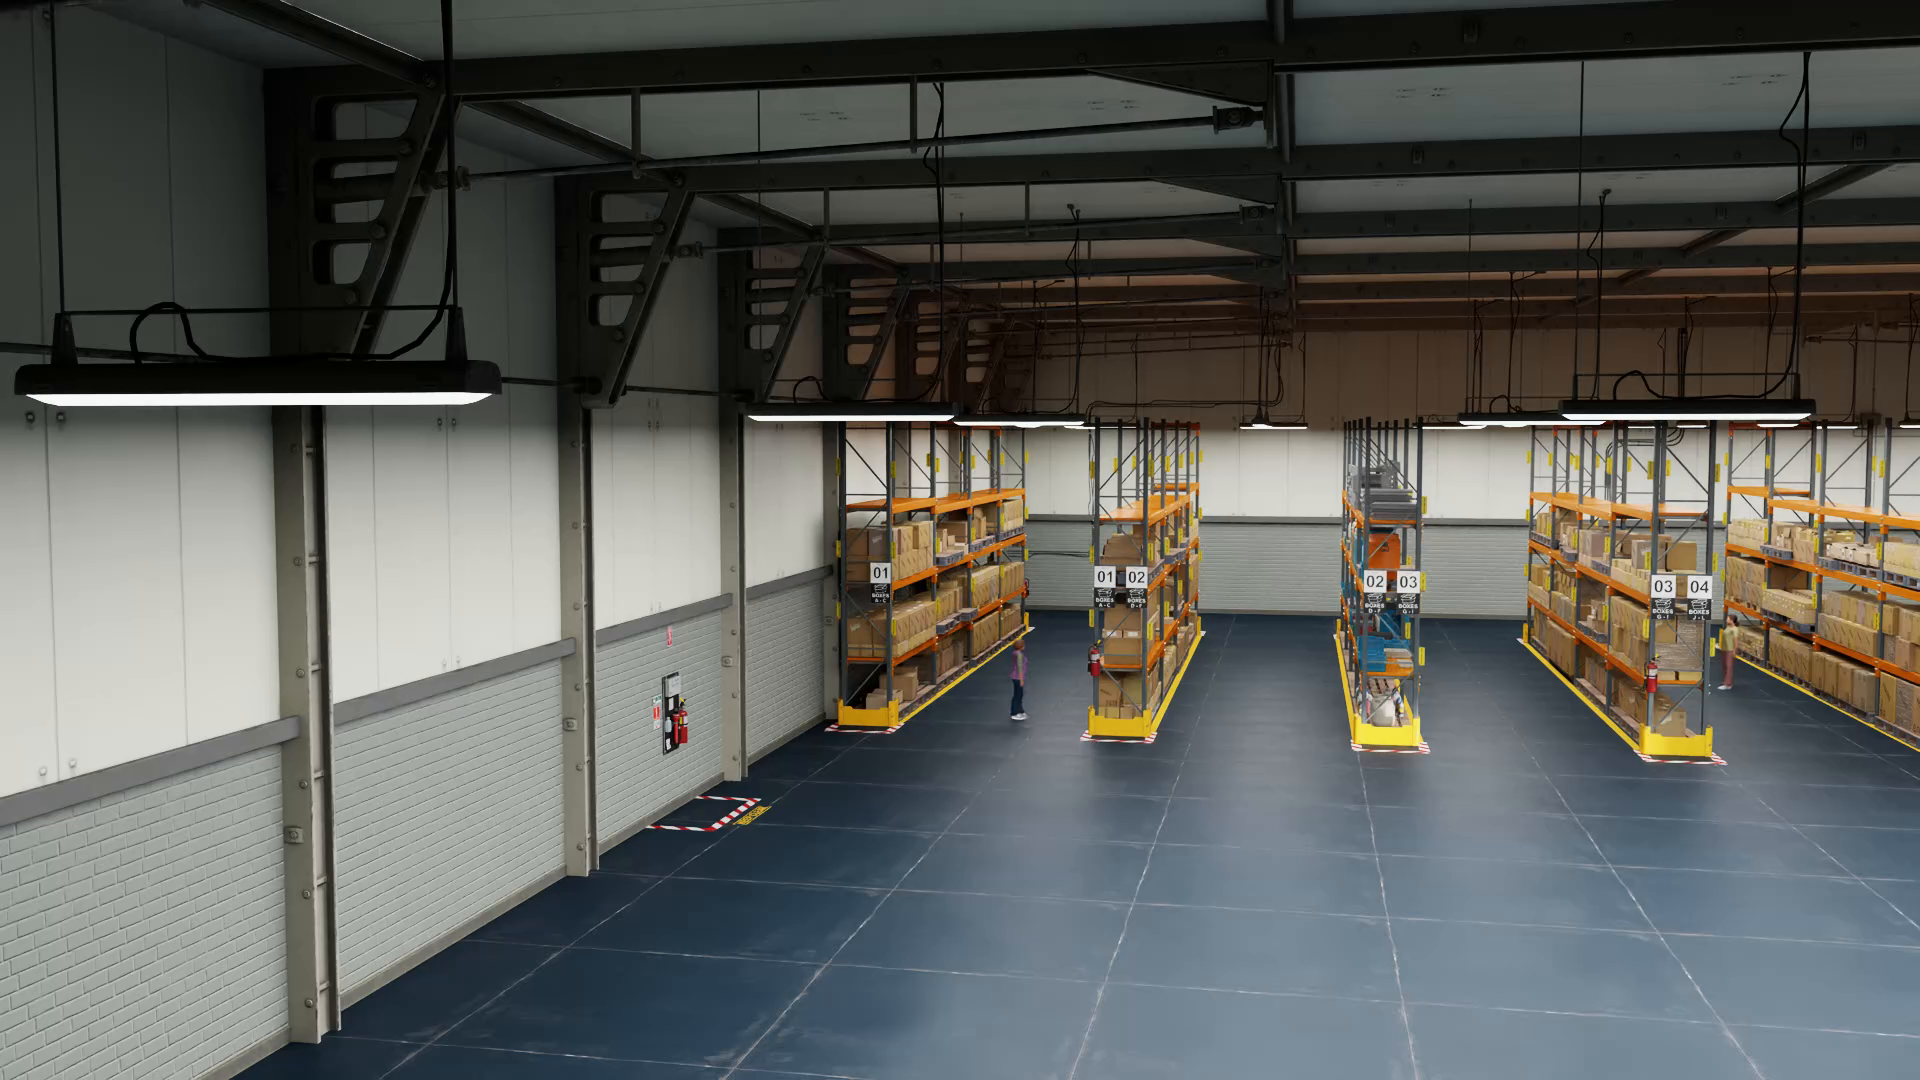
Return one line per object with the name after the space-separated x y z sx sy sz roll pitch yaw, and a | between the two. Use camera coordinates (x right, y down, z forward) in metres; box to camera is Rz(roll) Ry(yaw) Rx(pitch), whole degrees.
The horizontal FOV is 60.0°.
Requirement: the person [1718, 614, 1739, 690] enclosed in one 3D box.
17.121 2.490 37.104 0.568 1.668 0.443 -1 4 -20 | person

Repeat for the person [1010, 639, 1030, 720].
1.217 2.784 33.146 0.435 1.617 0.463 0 4 -7 | person
